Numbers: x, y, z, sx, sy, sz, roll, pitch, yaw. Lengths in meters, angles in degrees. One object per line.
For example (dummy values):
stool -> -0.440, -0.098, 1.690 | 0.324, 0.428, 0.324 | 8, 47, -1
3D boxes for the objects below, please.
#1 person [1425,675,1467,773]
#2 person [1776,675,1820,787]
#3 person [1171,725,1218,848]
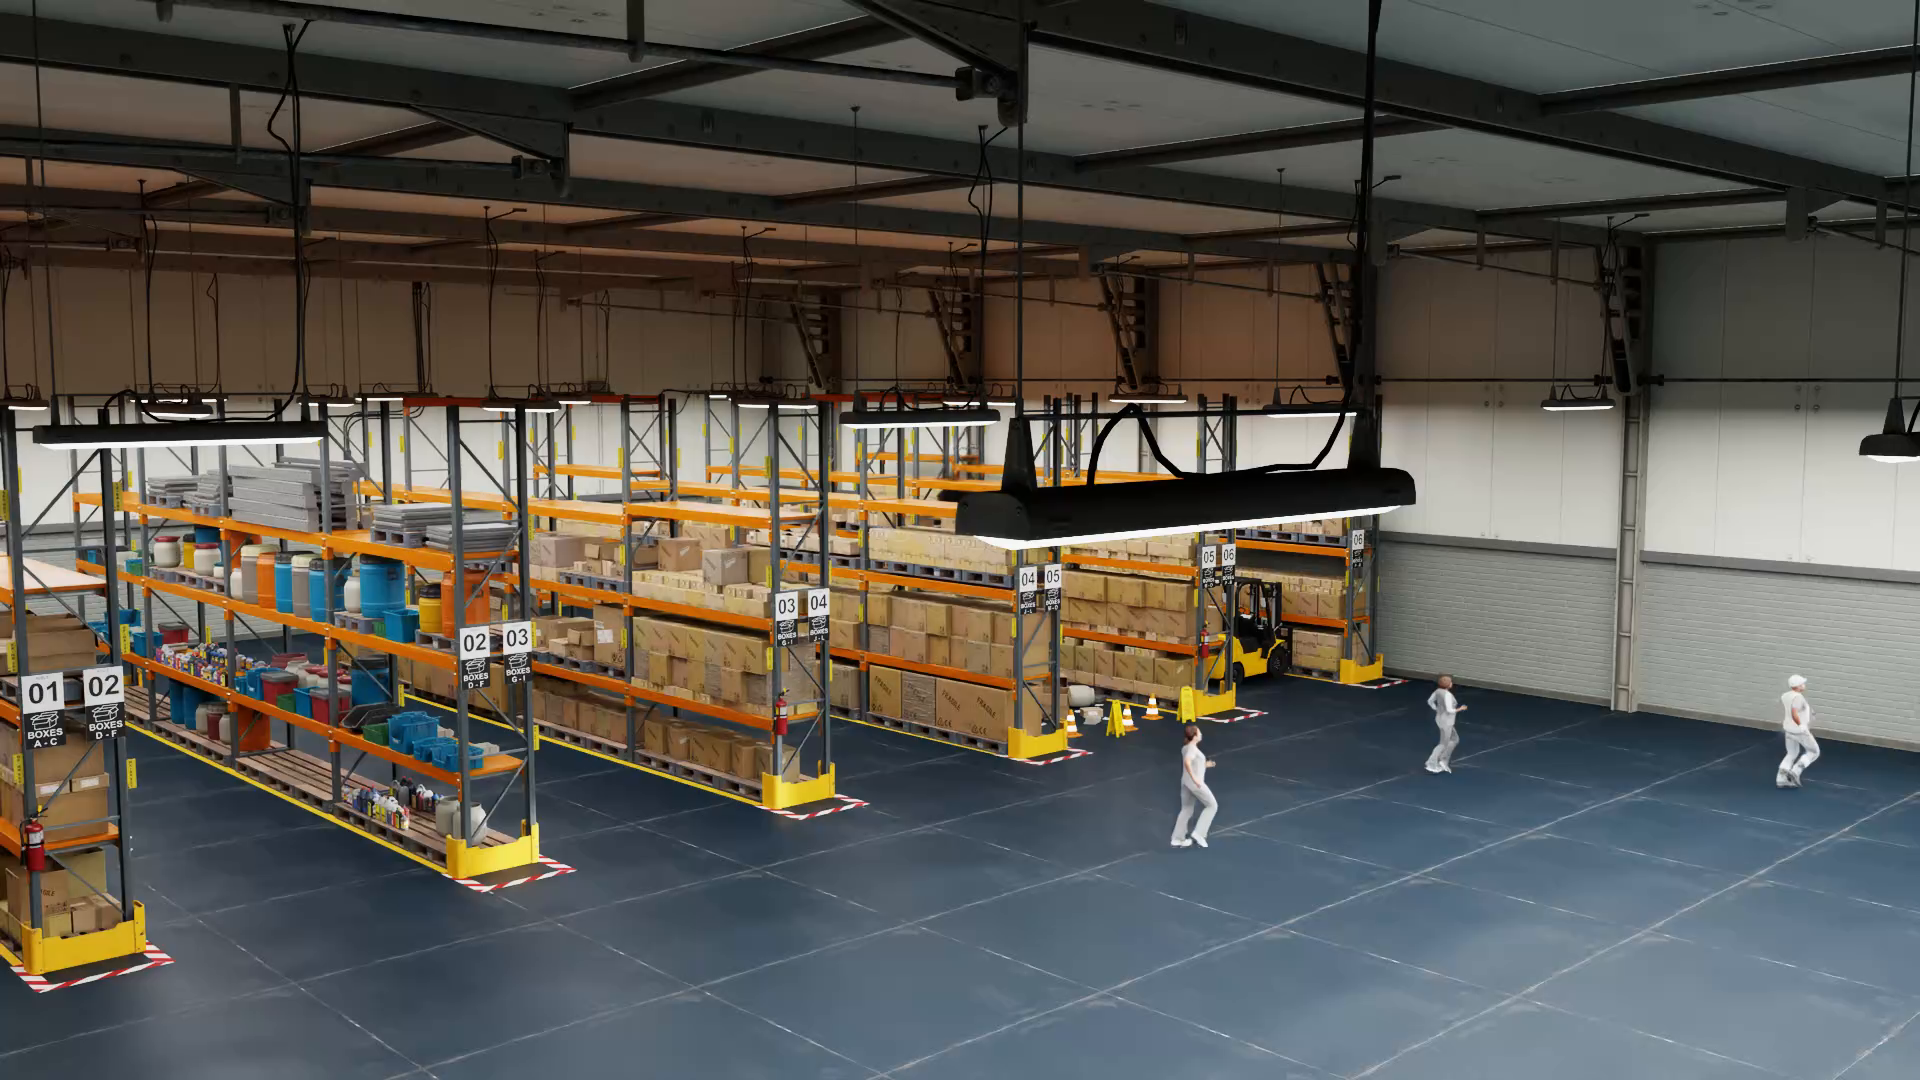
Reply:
person -> 7.797, 2.962, 26.651 | 0.639, 1.608, 0.517 | 0, 6, 2
person -> 12.987, 2.951, 25.717 | 0.645, 1.741, 0.639 | -1, 6, -6
person -> 3.159, 3.329, 22.440 | 0.661, 1.679, 0.546 | -2, 6, -21
